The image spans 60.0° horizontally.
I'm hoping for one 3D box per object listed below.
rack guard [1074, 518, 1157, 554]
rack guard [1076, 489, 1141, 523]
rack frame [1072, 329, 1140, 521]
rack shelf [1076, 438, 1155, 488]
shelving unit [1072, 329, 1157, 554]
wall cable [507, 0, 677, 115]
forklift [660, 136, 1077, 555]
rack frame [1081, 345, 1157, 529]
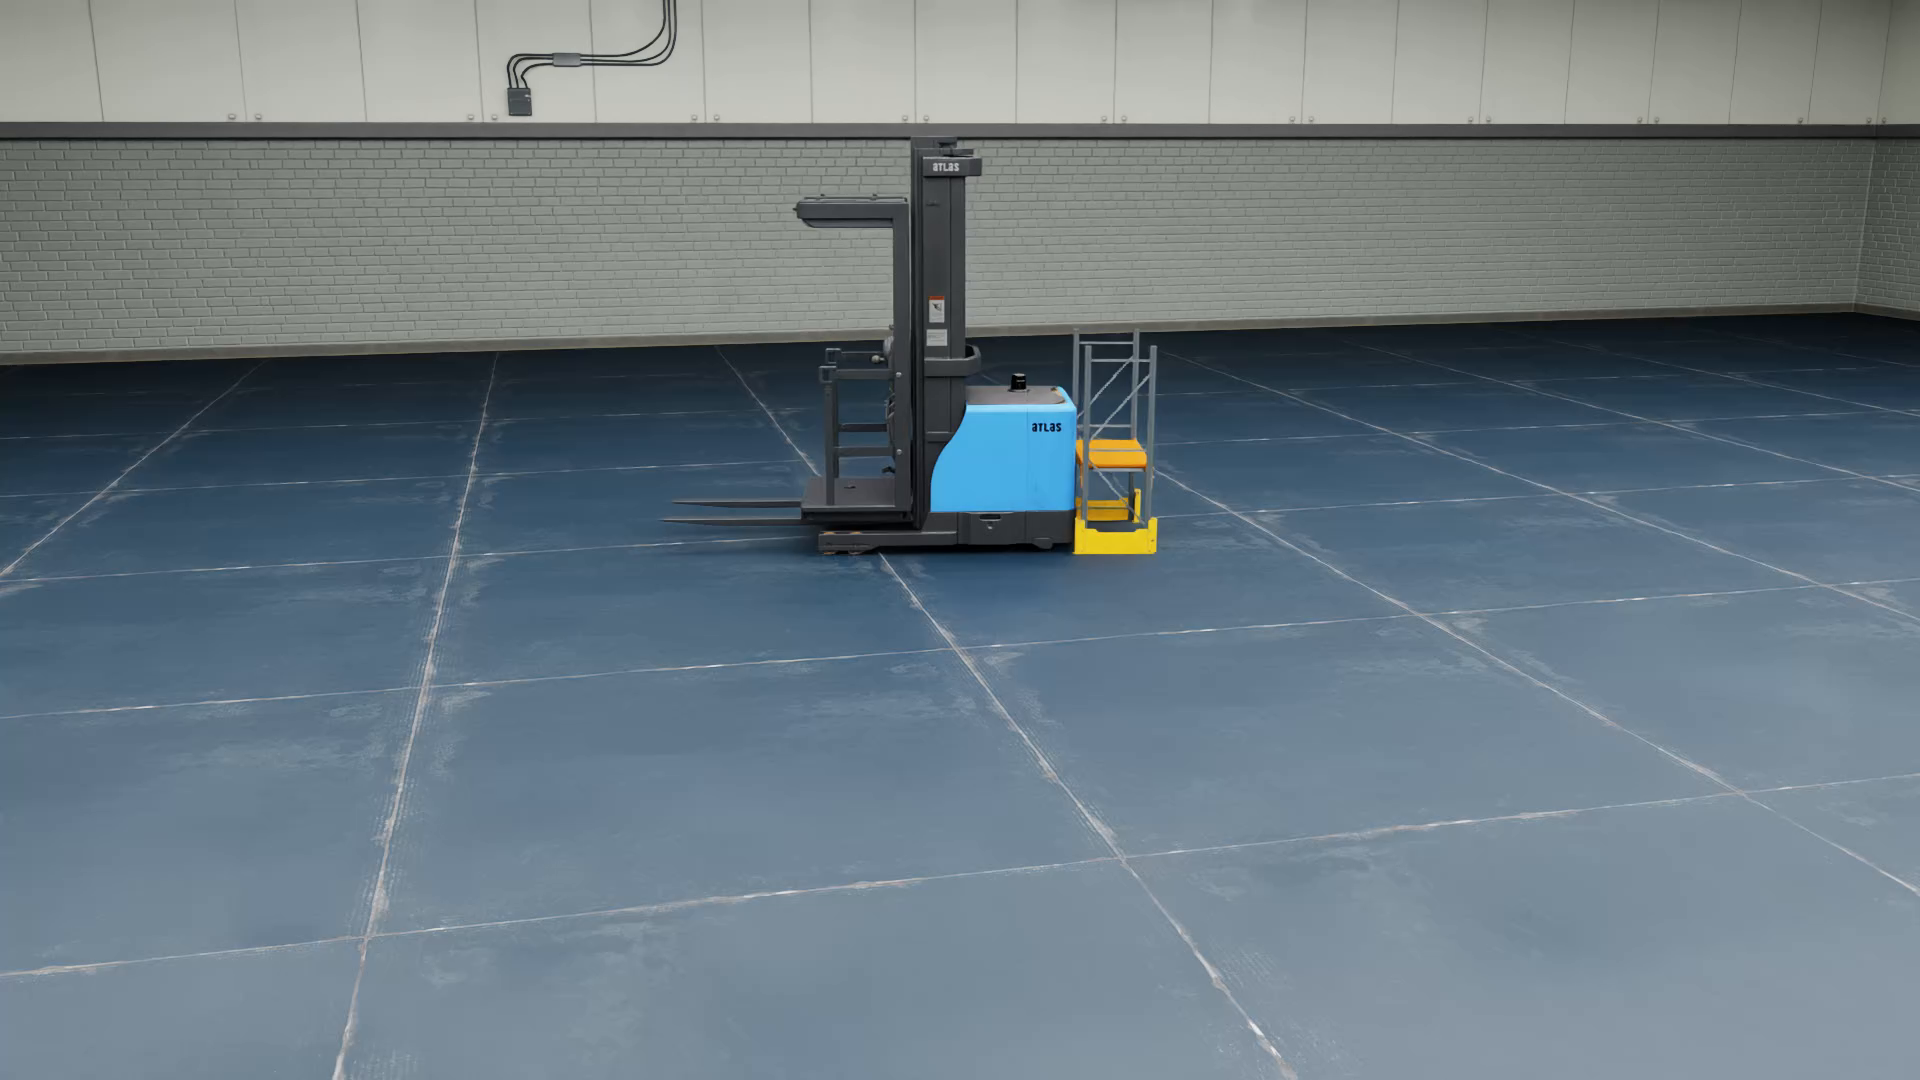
[{"bbox_3d":[1.124,-0.030,12.016,0.587,0.250,0.087,0,14,-1],"label":"rack guard"},{"bbox_3d":[1.110,-0.266,12.983,0.587,0.250,0.087,0,14,-1],"label":"rack guard"},{"bbox_3d":[1.114,-0.878,12.854,0.500,1.500,0.032,0,14,-1],"label":"rack frame"},{"bbox_3d":[1.120,-0.583,12.403,0.538,0.185,1.000,0,14,-1],"label":"rack shelf"},{"bbox_3d":[1.121,-0.755,12.351,0.587,1.500,1.083,0,14,-1],"label":"shelving unit"},{"bbox_3d":[-4.993,-8.744,22.090,2.305,6.003,0.169,-3,14,-13],"label":"wall cable"},{"bbox_3d":[-0.682,-1.443,12.159,3.031,2.935,1.130,0,14,-2],"label":"forklift"},{"bbox_3d":[1.128,-0.637,11.866,0.500,1.500,0.032,0,14,-1],"label":"rack frame"}]
